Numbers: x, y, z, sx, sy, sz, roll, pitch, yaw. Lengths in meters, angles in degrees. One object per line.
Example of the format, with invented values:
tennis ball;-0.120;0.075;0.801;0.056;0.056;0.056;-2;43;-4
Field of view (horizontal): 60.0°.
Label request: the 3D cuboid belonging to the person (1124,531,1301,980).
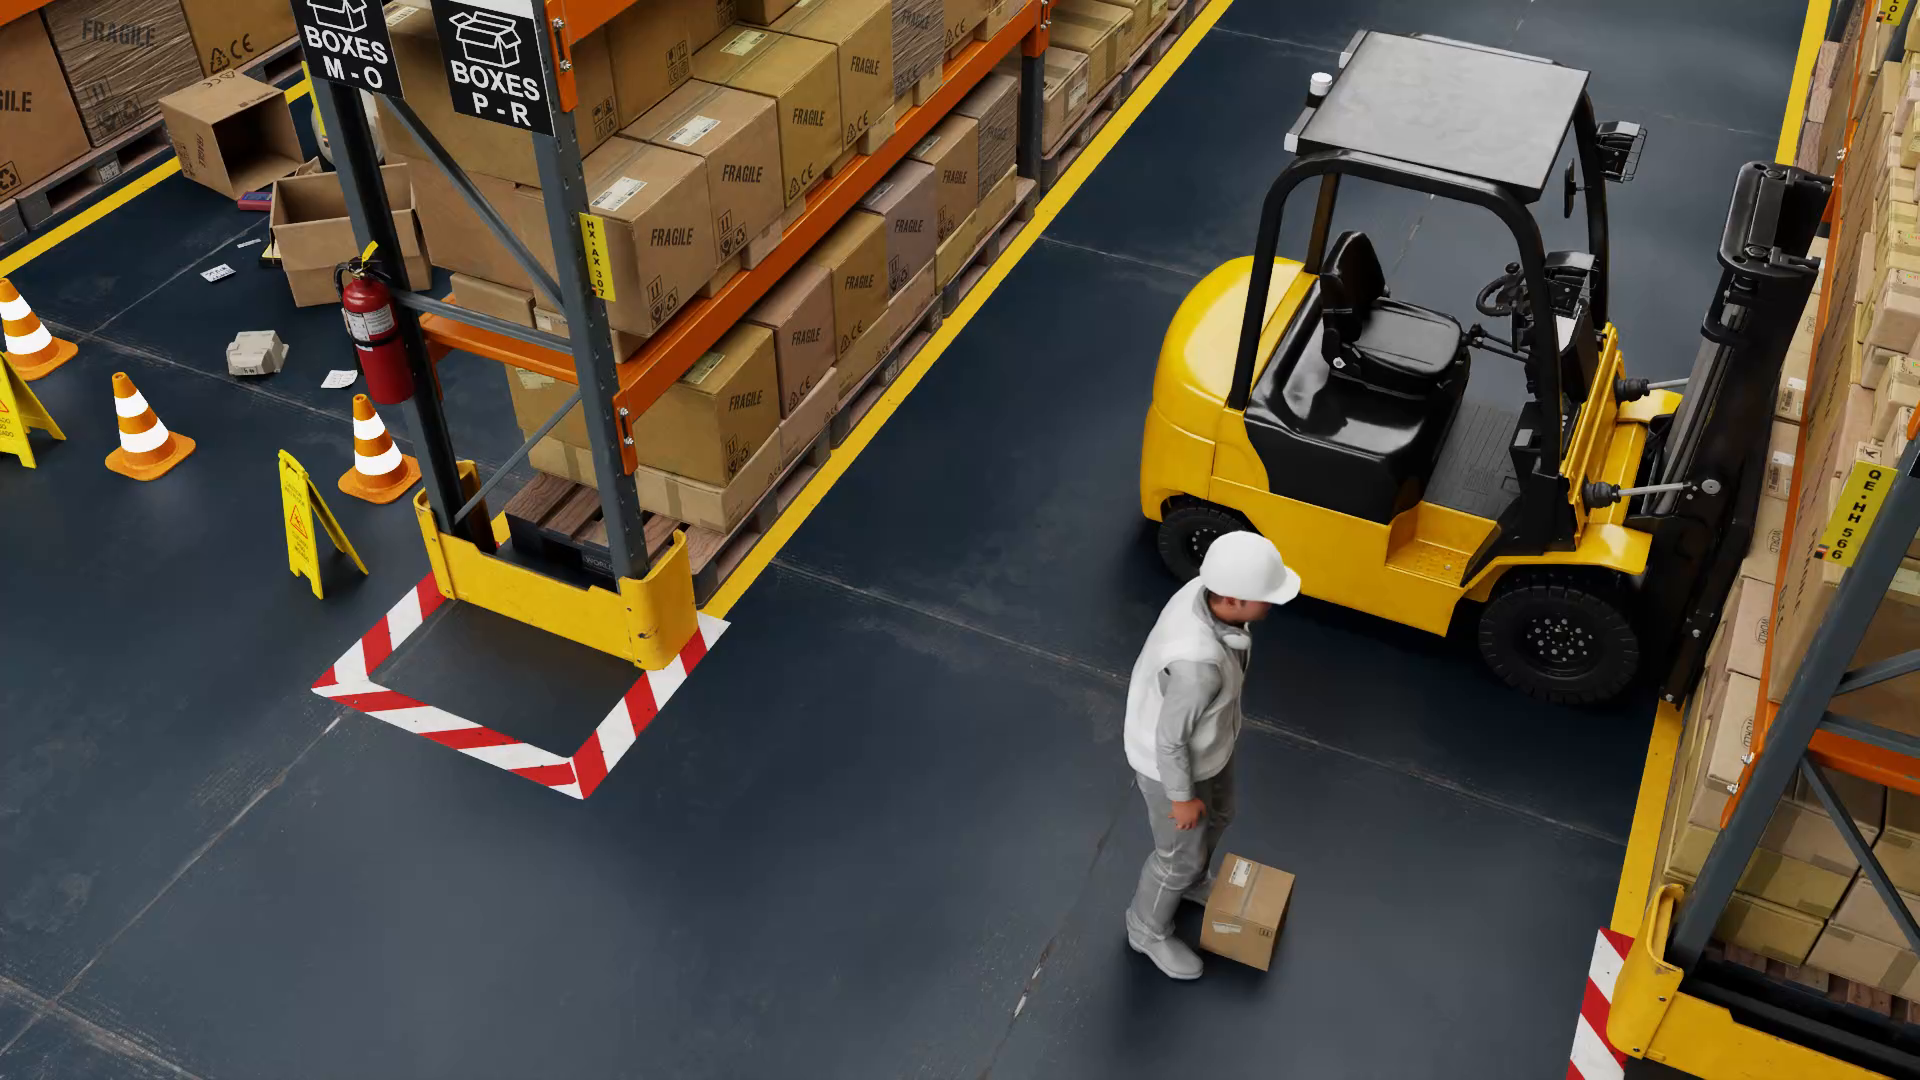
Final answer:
person;0.772;0.661;5.398;0.476;1.770;0.591;15;44;16
